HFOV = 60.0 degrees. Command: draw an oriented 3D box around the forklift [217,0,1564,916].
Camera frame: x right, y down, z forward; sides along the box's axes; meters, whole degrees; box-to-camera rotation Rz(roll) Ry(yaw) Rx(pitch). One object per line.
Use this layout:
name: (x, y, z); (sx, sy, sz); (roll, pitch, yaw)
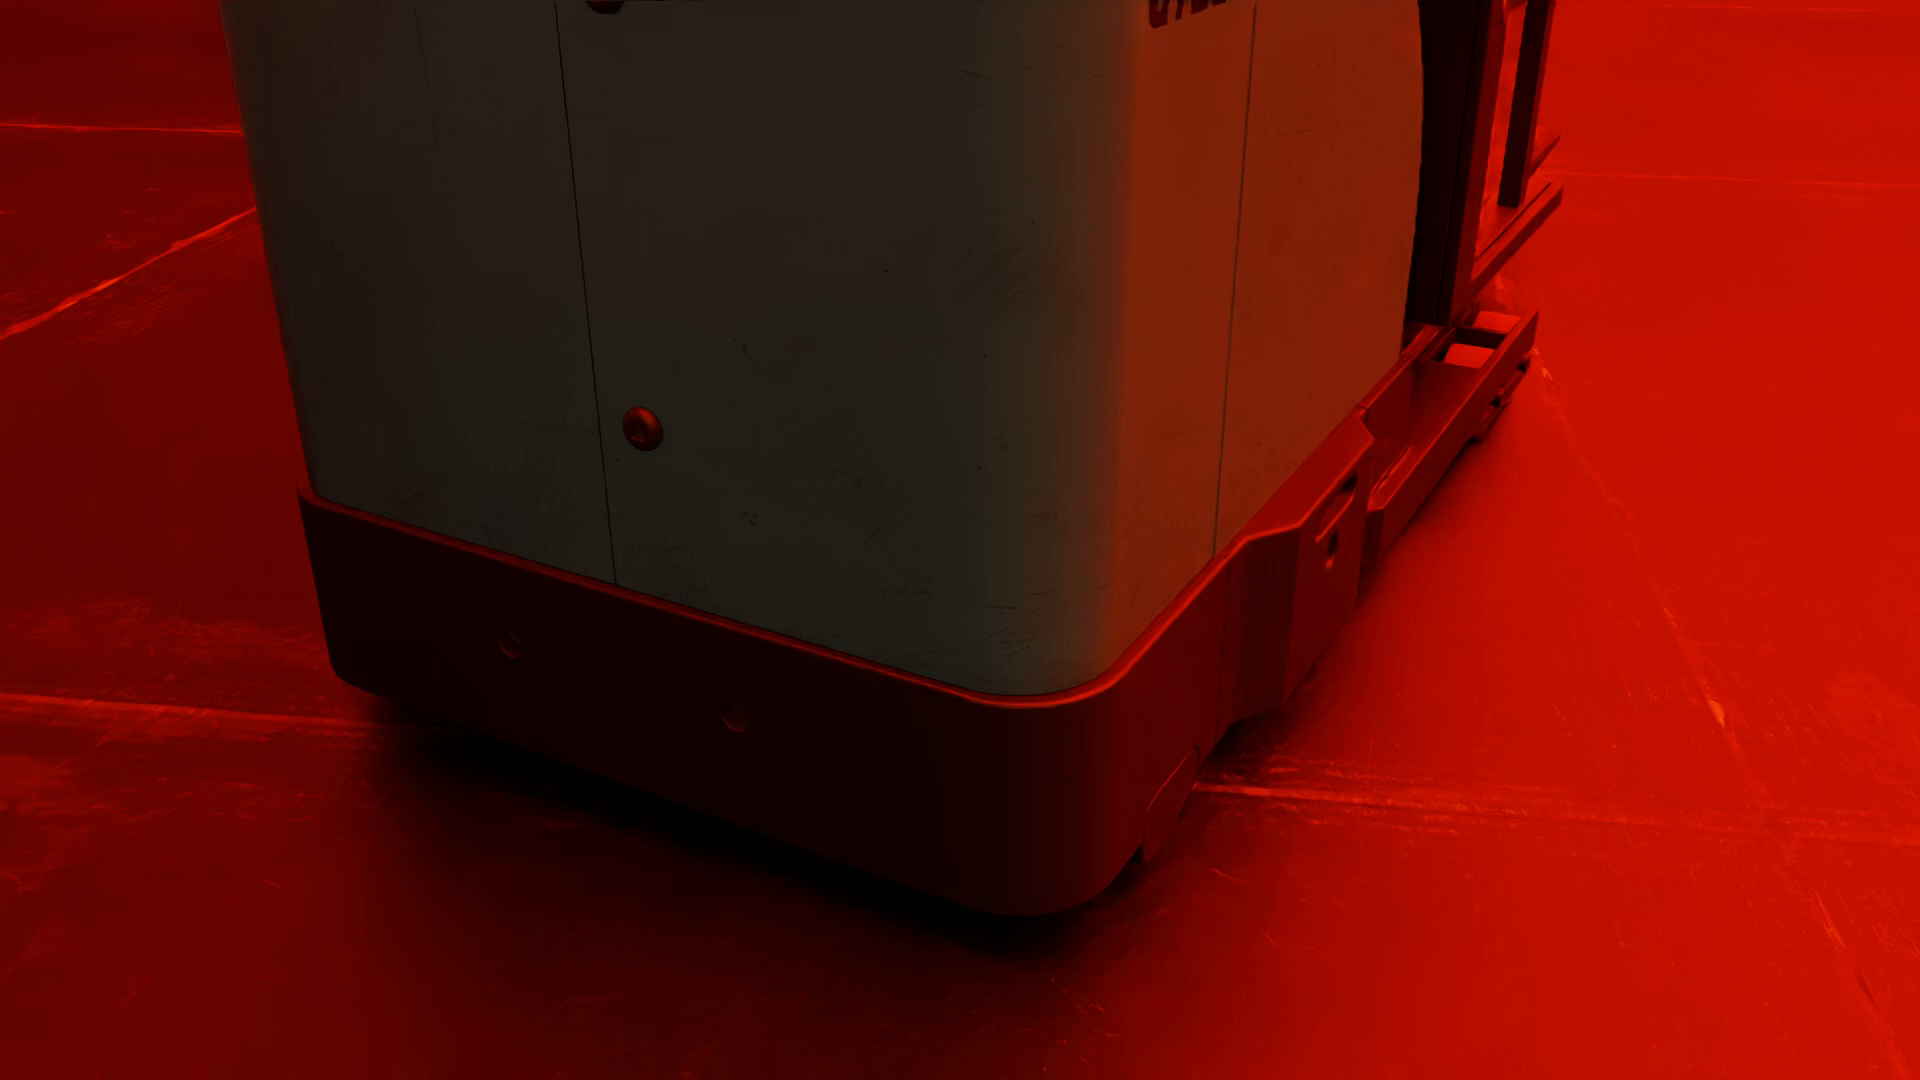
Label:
forklift: (0.384, -1.569, 2.362); (1.130, 2.935, 3.031); (14, 30, 26)
